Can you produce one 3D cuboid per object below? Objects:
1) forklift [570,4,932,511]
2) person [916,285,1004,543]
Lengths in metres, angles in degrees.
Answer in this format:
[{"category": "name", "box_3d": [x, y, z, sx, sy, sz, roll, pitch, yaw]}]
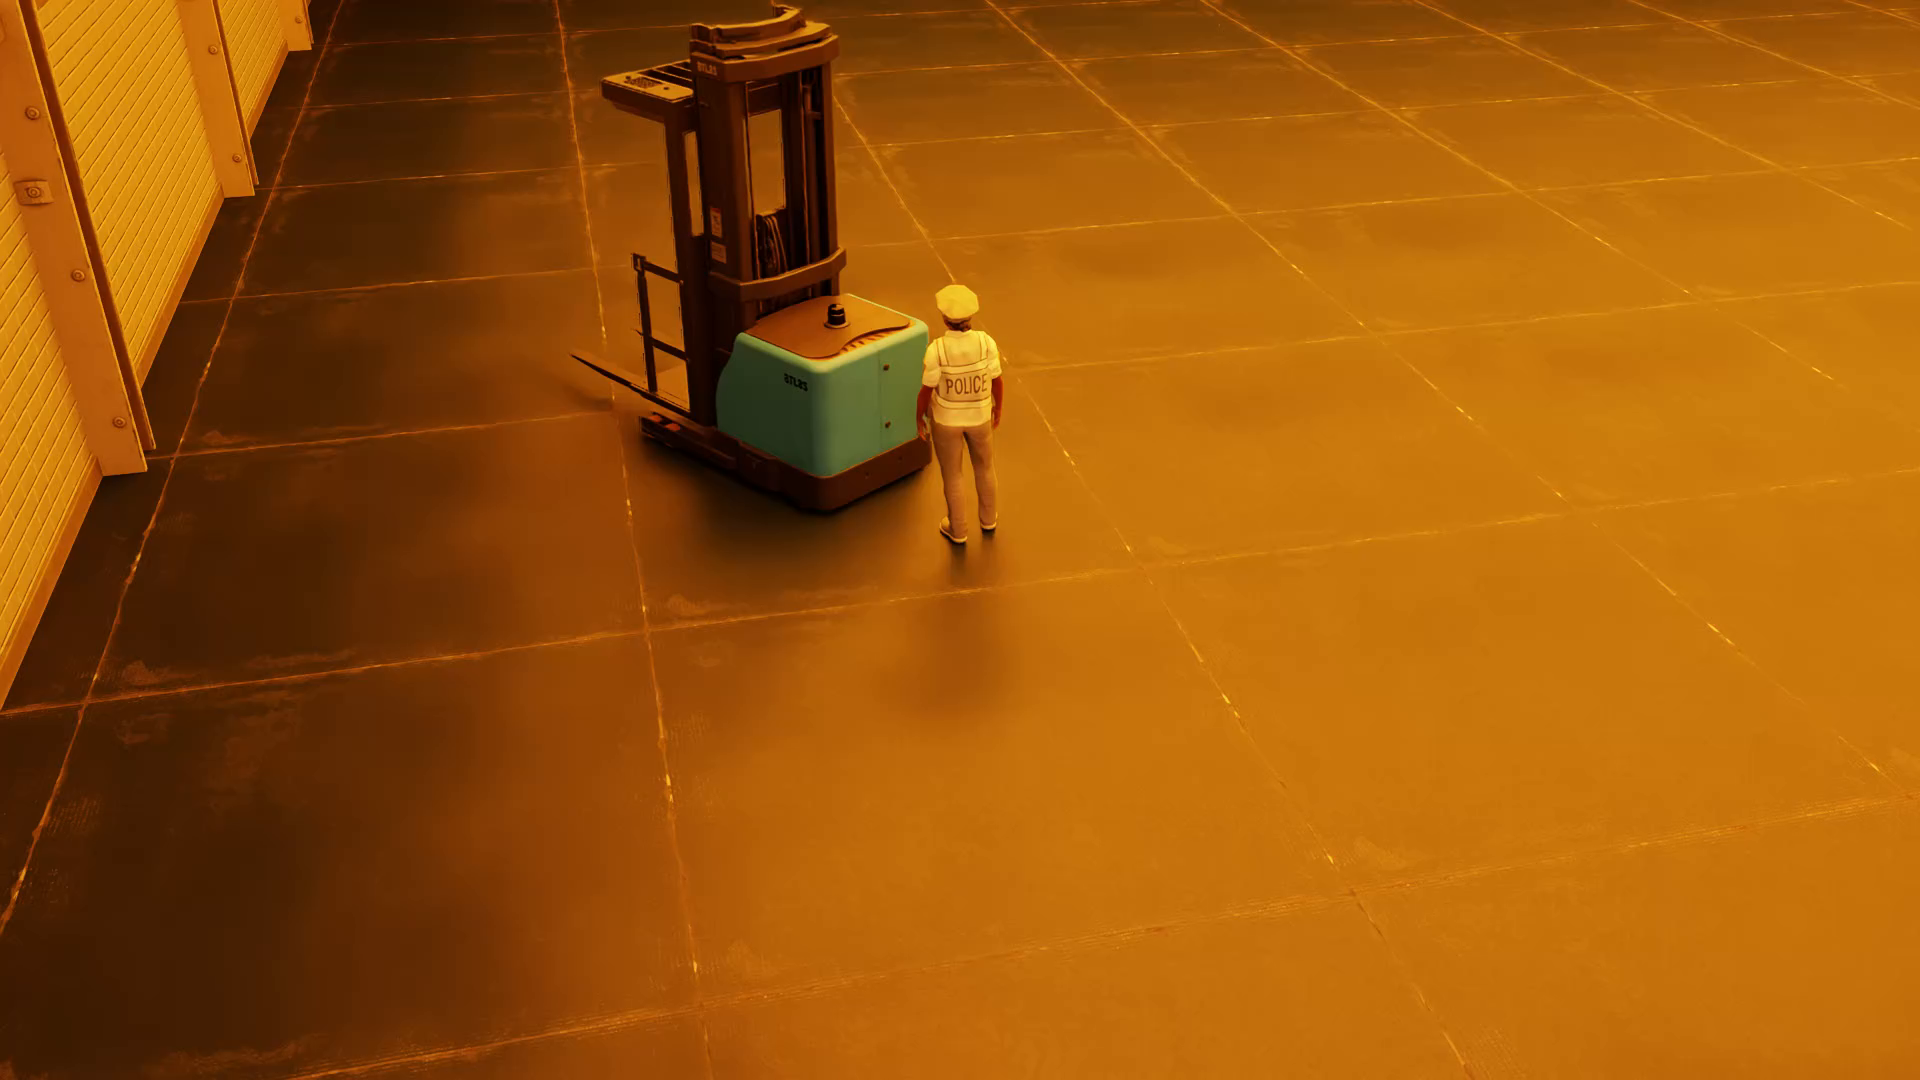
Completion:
[{"category": "forklift", "box_3d": [-1.603, -2.084, 11.175, 3.031, 2.935, 1.130, 25, 39, 37]}, {"category": "person", "box_3d": [0.000, -0.778, 10.148, 0.566, 1.697, 0.520, -7, 31, -11]}]
